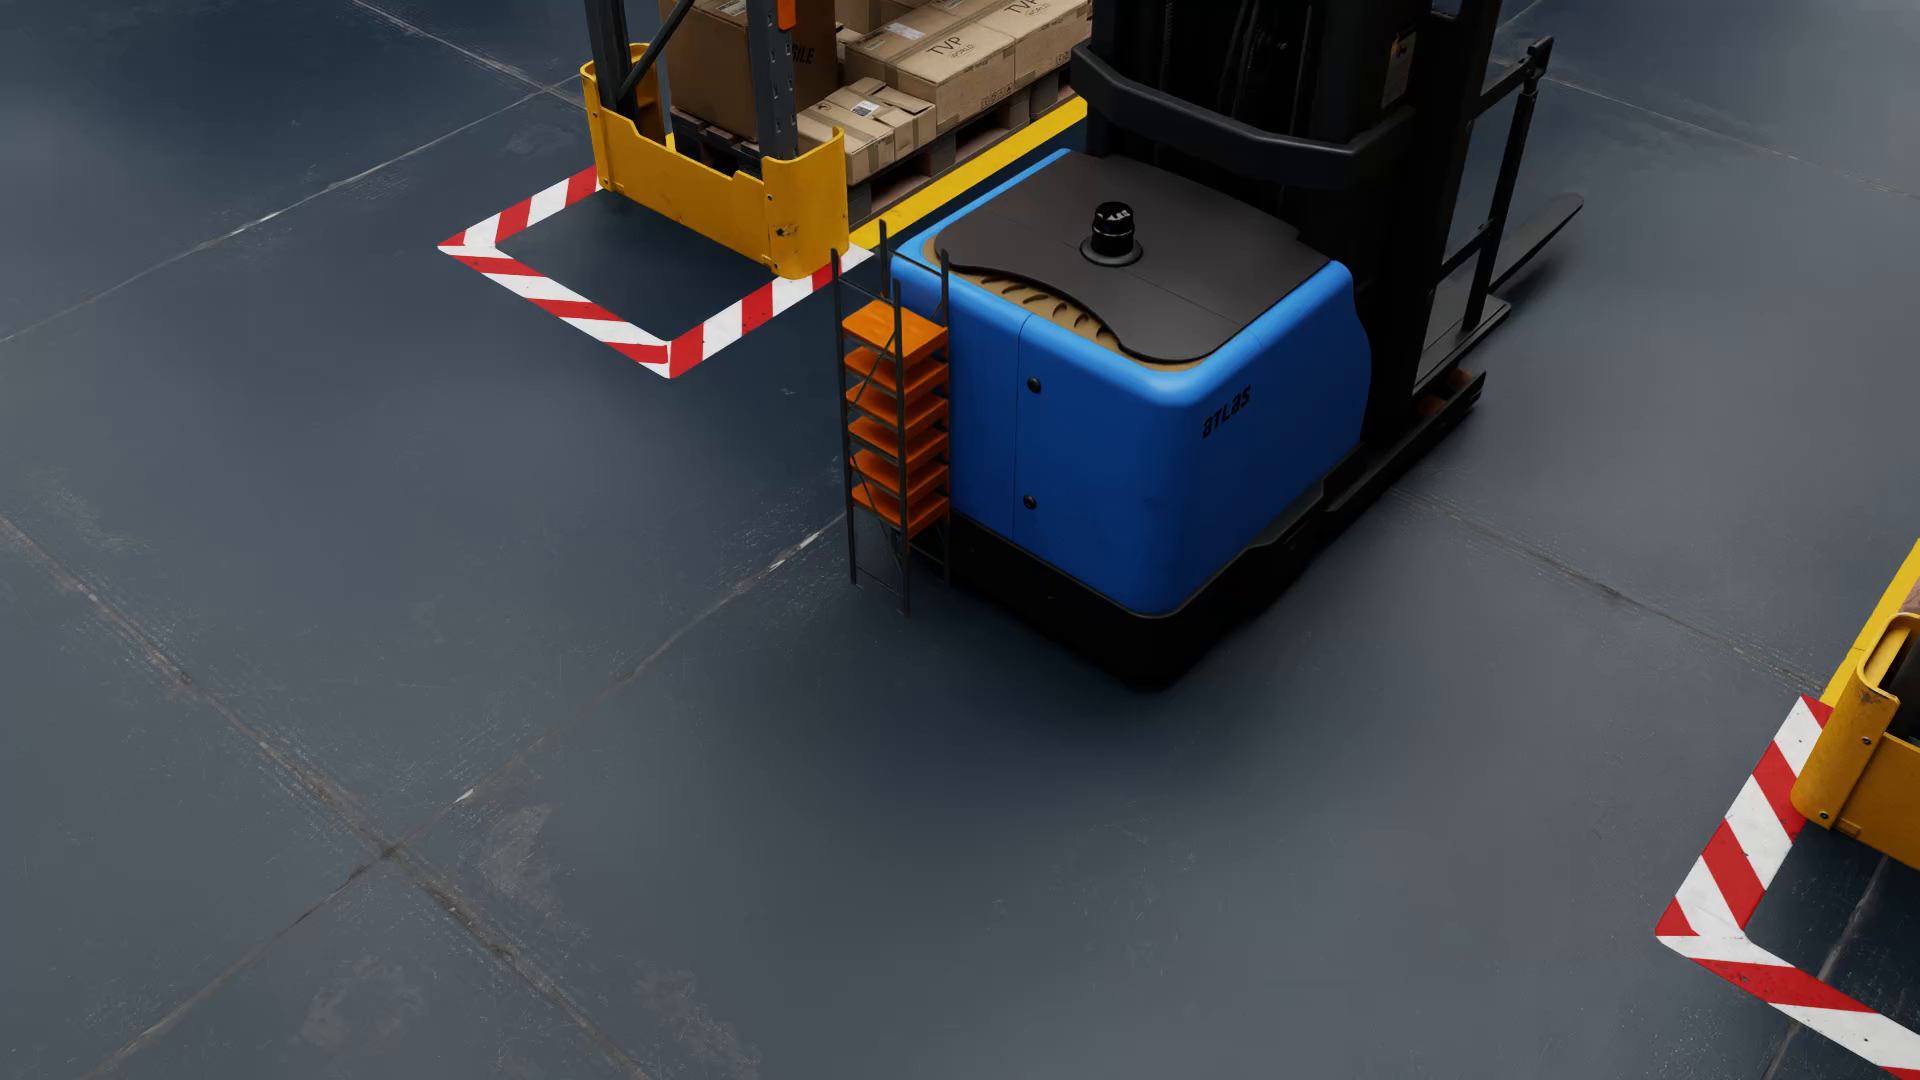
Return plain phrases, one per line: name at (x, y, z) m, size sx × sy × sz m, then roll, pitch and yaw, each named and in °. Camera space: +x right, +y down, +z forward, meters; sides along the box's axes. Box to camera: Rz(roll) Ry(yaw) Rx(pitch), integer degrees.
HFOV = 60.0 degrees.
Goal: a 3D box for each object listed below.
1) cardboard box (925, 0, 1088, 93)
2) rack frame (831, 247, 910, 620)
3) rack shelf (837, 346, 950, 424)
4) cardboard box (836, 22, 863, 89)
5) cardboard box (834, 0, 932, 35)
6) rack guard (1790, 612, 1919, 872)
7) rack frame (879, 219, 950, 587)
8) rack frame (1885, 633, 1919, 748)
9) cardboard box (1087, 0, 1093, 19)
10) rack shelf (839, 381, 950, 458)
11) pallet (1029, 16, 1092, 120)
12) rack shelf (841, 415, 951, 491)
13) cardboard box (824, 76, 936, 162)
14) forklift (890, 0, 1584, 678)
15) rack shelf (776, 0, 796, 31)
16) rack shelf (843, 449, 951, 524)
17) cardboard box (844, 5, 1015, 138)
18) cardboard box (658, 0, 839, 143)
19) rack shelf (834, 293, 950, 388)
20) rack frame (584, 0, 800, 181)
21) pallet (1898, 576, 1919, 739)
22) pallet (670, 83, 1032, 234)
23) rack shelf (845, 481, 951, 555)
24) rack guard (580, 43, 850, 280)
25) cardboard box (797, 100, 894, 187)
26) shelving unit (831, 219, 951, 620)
cardboard box at (0.198, -2.204, 7.161) m, size 0.500 × 0.250 × 0.500 m, roll 29°, pitch 50°, yaw 28°
rack frame at (-0.242, -0.259, 4.643) m, size 0.240 × 1.200 × 0.006 m, roll 30°, pitch 50°, yaw 29°
rack shelf at (-0.182, -0.450, 4.563) m, size 0.258 × 0.103 × 0.180 m, roll 30°, pitch 50°, yaw 29°
cardboard box at (-0.521, -2.057, 7.061) m, size 0.380 × 0.166 × 0.250 m, roll 29°, pitch 50°, yaw 28°
cardboard box at (-0.217, -2.394, 7.370) m, size 0.500 × 0.250 × 0.500 m, roll 29°, pitch 50°, yaw 28°
rack guard at (2.766, 0.694, 4.115) m, size 1.175 × 0.500 × 0.348 m, roll 29°, pitch 50°, yaw 28°
rack frame at (-0.122, -0.352, 4.745) m, size 0.240 × 1.200 × 0.006 m, roll 30°, pitch 50°, yaw 29°
rack frame at (2.782, -0.243, 3.288) m, size 1.000 × 3.000 × 0.127 m, roll 29°, pitch 50°, yaw 28°
cardboard box at (0.357, -2.715, 7.535) m, size 0.797 × 0.503 × 0.637 m, roll 29°, pitch 50°, yaw 28°
rack shelf at (-0.182, -0.362, 4.643) m, size 0.258 × 0.103 × 0.180 m, roll 30°, pitch 50°, yaw 29°
pallet at (0.334, -2.430, 7.765) m, size 1.003 × 0.211 × 1.213 m, roll 29°, pitch 50°, yaw 28°
rack shelf at (-0.182, -0.273, 4.724) m, size 0.258 × 0.103 × 0.180 m, roll 30°, pitch 50°, yaw 29°
cardboard box at (-0.319, -1.696, 6.665) m, size 0.380 × 0.166 × 0.250 m, roll 29°, pitch 50°, yaw 28°
forklift at (1.140, -1.610, 4.841) m, size 1.130 × 2.935 × 3.031 m, roll 30°, pitch 50°, yaw 29°
rack shelf at (0.275, -3.150, 7.019) m, size 1.077 × 0.370 × 4.000 m, roll 29°, pitch 50°, yaw 28°
rack shelf at (-0.182, -0.184, 4.805) m, size 0.258 × 0.103 × 0.180 m, roll 30°, pitch 50°, yaw 29°
cardboard box at (-0.123, -1.946, 6.877) m, size 0.500 × 0.250 × 0.500 m, roll 29°, pitch 50°, yaw 28°
cardboard box at (-0.851, -2.011, 6.763) m, size 0.500 × 0.500 × 0.500 m, roll 29°, pitch 50°, yaw 28°
rack shelf at (-0.182, -0.539, 4.482) m, size 0.258 × 0.103 × 0.180 m, roll 30°, pitch 50°, yaw 29°
rack frame at (-1.012, -2.386, 5.644) m, size 1.000 × 3.000 × 0.127 m, roll 29°, pitch 50°, yaw 28°
pallet at (3.236, 0.343, 4.716) m, size 1.003 × 0.211 × 1.213 m, roll 29°, pitch 50°, yaw 28°
pallet at (-0.451, -1.804, 7.078) m, size 1.003 × 0.211 × 1.213 m, roll 29°, pitch 50°, yaw 28°
rack shelf at (-0.182, -0.095, 4.886) m, size 0.258 × 0.103 × 0.180 m, roll 30°, pitch 50°, yaw 29°
rack guard at (-0.963, -1.500, 6.528) m, size 1.175 × 0.500 × 0.348 m, roll 29°, pitch 50°, yaw 28°
cardboard box at (-0.480, -1.561, 6.529) m, size 0.380 × 0.149 × 0.250 m, roll 29°, pitch 50°, yaw 28°
shelving unit at (-0.182, -0.306, 4.694) m, size 0.258 × 1.200 × 0.189 m, roll 30°, pitch 50°, yaw 29°
